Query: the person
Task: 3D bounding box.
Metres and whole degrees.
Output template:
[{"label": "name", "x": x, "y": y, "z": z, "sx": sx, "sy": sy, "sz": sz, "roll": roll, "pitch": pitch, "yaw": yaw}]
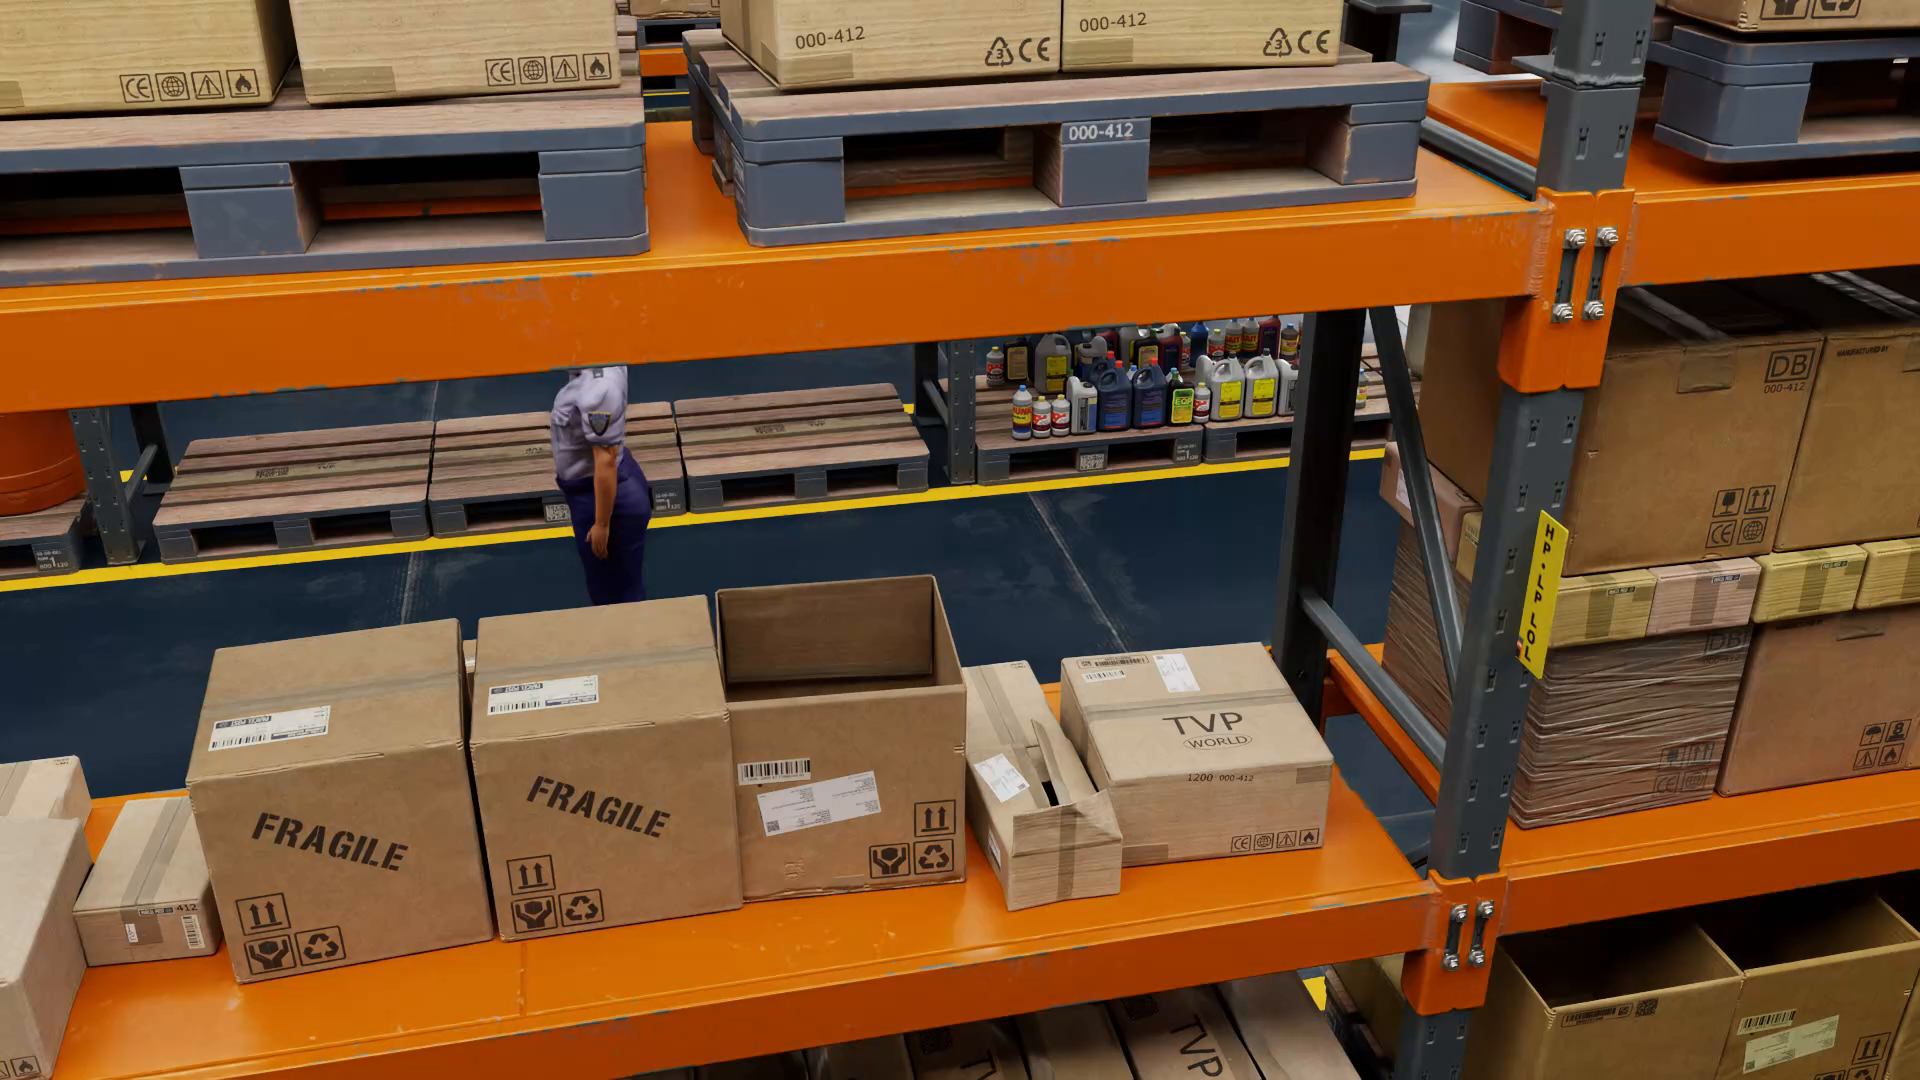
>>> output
[{"label": "person", "x": -1.360, "y": -0.112, "z": 6.347, "sx": 0.351, "sy": 1.646, "sz": 0.588, "roll": -6, "pitch": 27, "yaw": -11}]
